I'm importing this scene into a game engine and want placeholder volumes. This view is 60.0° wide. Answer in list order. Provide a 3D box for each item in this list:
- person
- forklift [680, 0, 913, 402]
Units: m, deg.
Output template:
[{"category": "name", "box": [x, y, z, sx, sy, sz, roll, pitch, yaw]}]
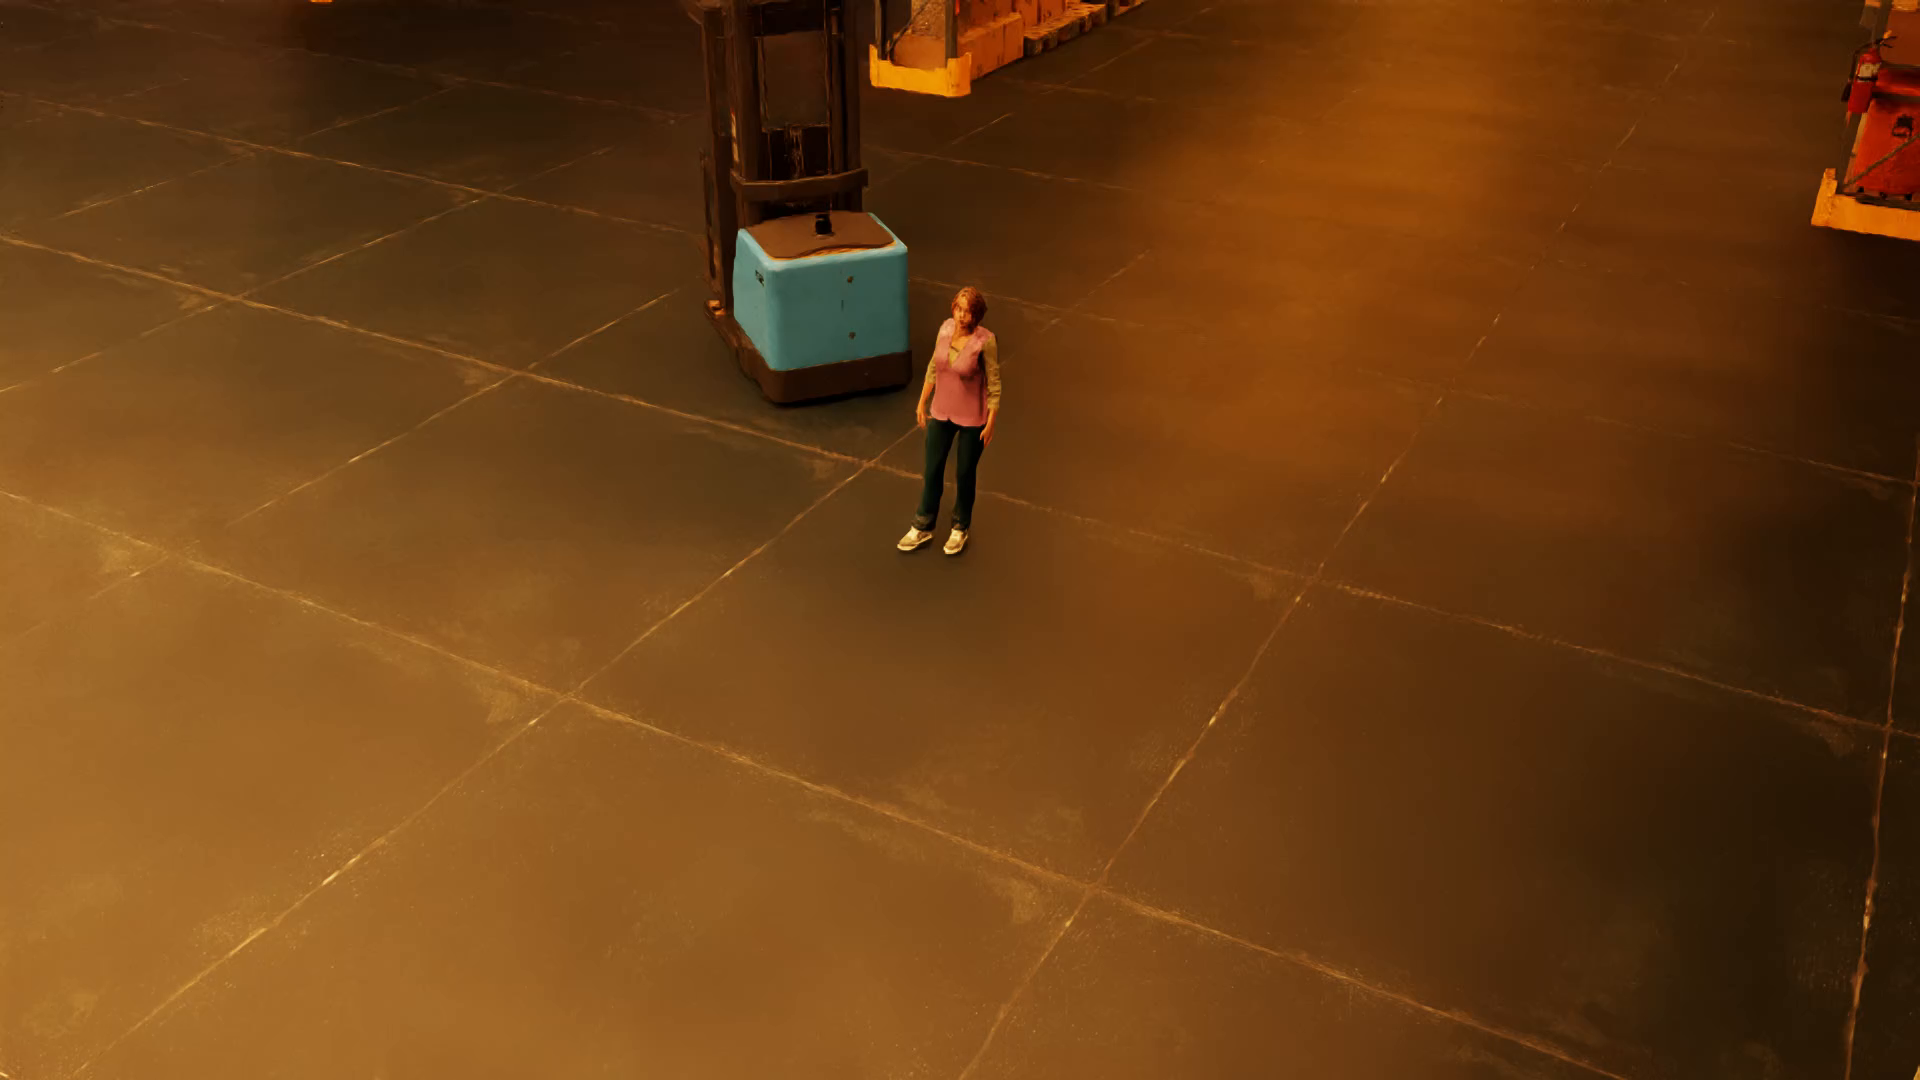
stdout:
[{"category": "person", "box": [-0.048, -0.669, 9.550, 0.520, 1.597, 0.474, 15, 33, 25]}, {"category": "forklift", "box": [-1.345, -2.944, 12.171, 1.130, 2.935, 3.031, -11, 32, -18]}]
